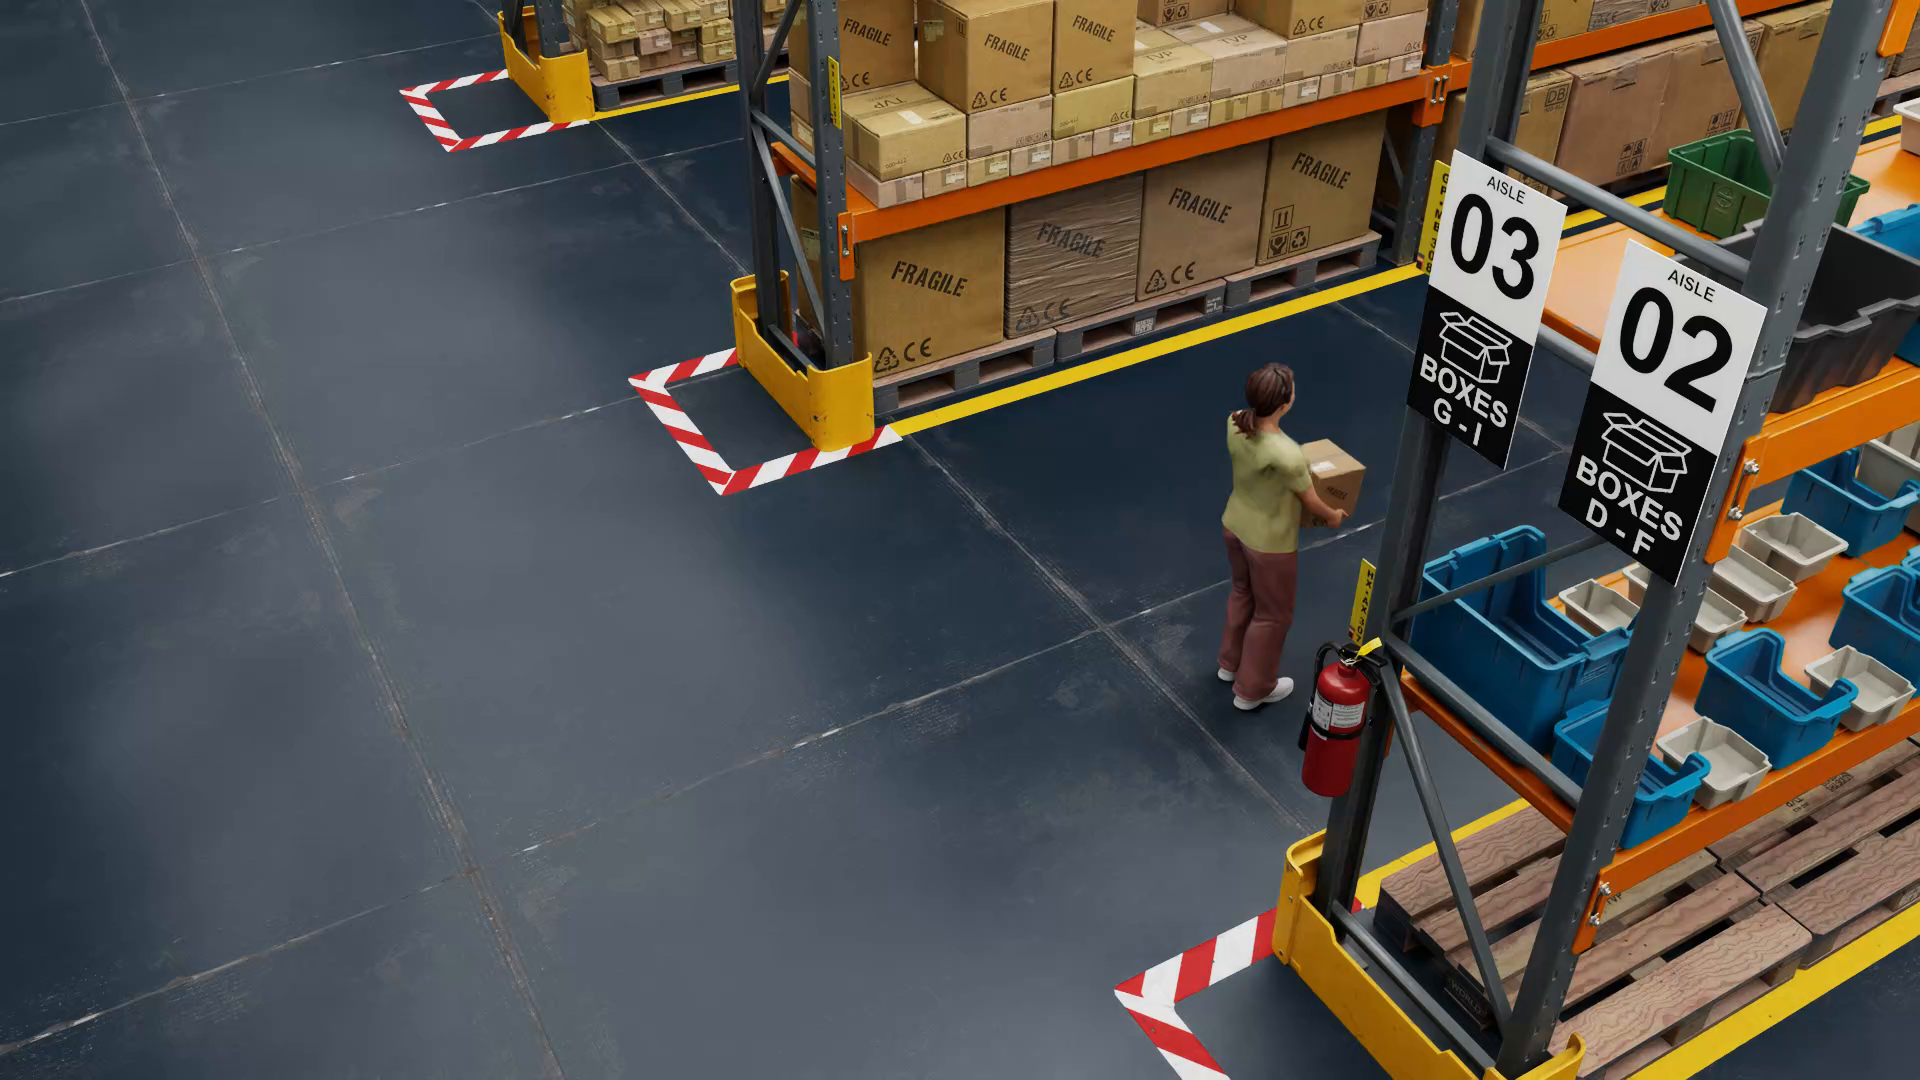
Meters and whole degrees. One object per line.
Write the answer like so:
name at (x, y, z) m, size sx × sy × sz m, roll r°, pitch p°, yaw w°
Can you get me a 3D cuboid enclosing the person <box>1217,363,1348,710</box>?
person at (1.320, -0.036, 6.986) m, size 0.541 × 1.667 × 0.424 m, roll -19°, pitch 41°, yaw -23°
